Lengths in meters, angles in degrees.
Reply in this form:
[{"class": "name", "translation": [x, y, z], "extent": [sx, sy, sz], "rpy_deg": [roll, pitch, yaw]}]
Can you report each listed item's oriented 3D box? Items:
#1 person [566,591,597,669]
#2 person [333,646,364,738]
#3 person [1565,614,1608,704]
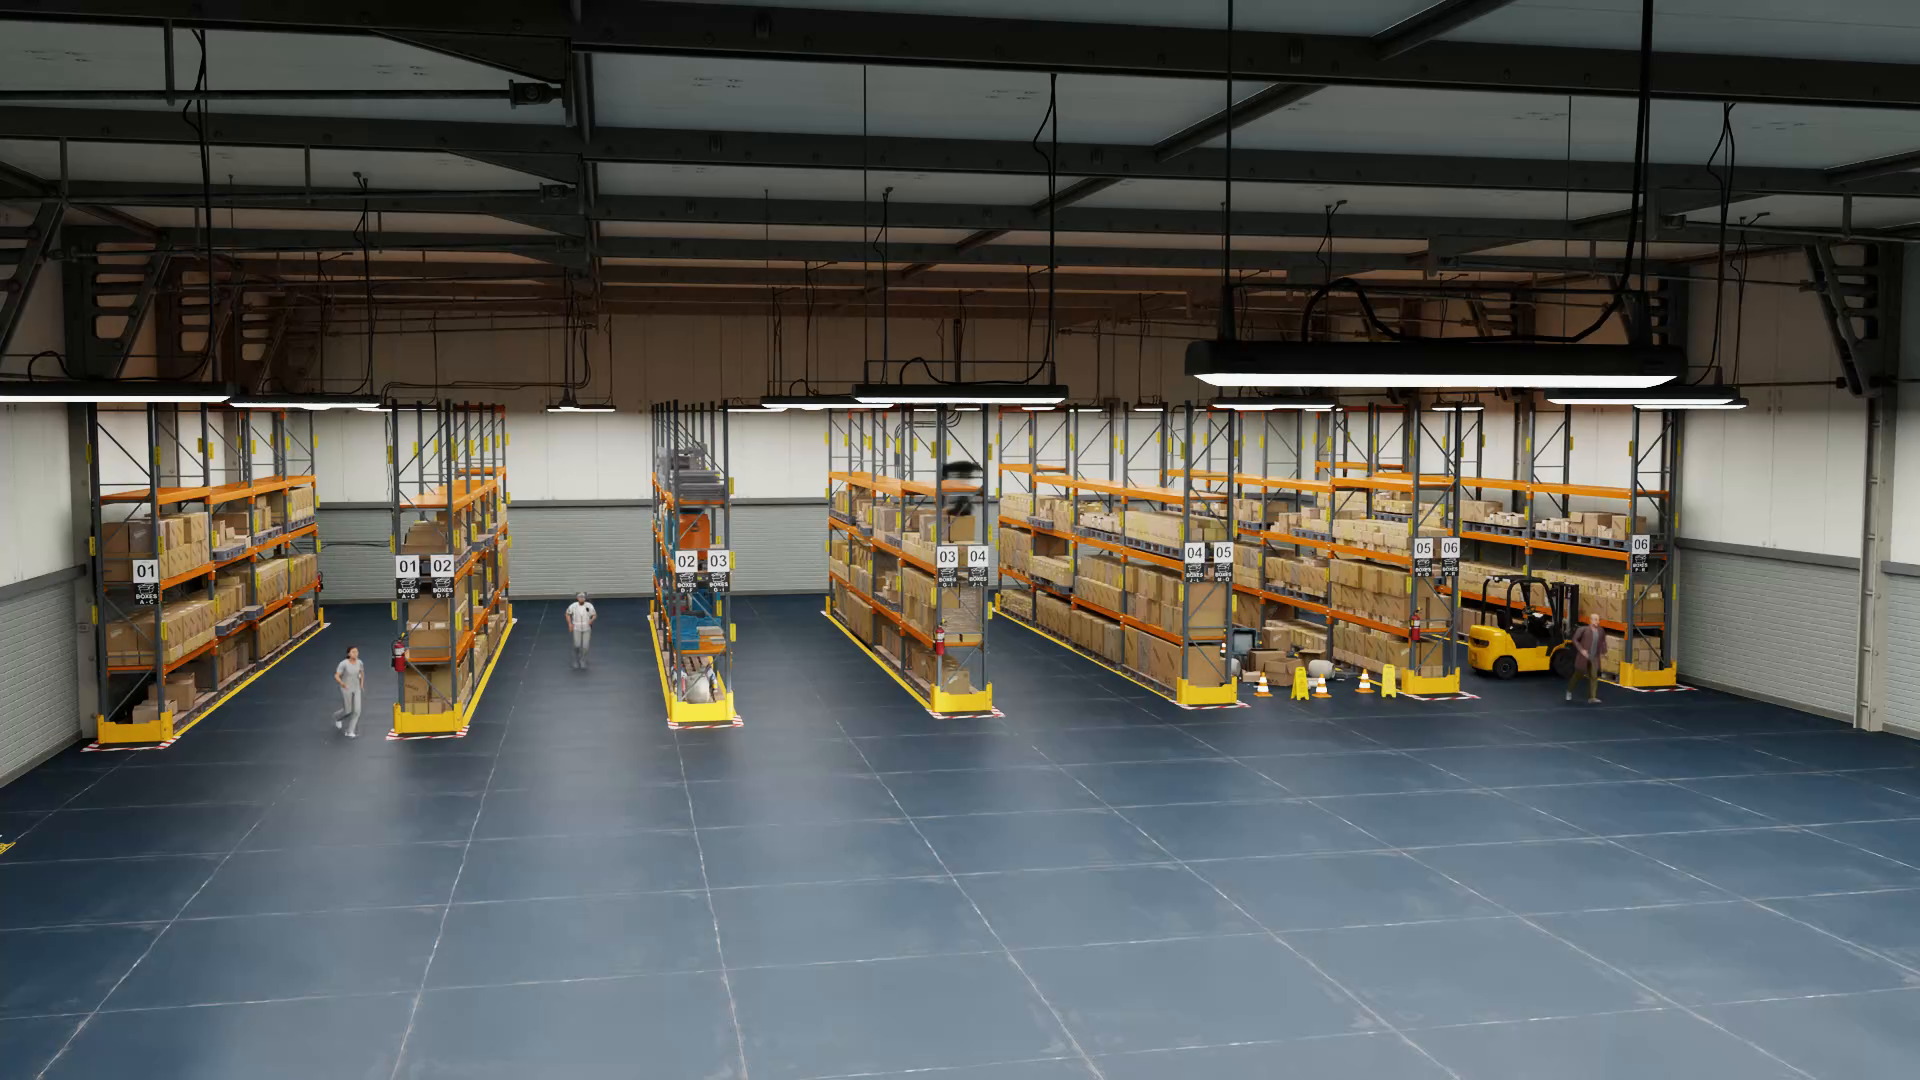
[{"class": "person", "translation": [-8.527, 2.030, 37.508], "extent": [0.669, 1.777, 0.660], "rpy_deg": [-1, 4, -17]}, {"class": "person", "translation": [-10.912, 2.683, 29.715], "extent": [0.695, 1.626, 0.551], "rpy_deg": [4, 6, 44]}, {"class": "person", "translation": [12.436, 2.336, 32.774], "extent": [0.748, 1.772, 1.070], "rpy_deg": [0, 4, -4]}]
